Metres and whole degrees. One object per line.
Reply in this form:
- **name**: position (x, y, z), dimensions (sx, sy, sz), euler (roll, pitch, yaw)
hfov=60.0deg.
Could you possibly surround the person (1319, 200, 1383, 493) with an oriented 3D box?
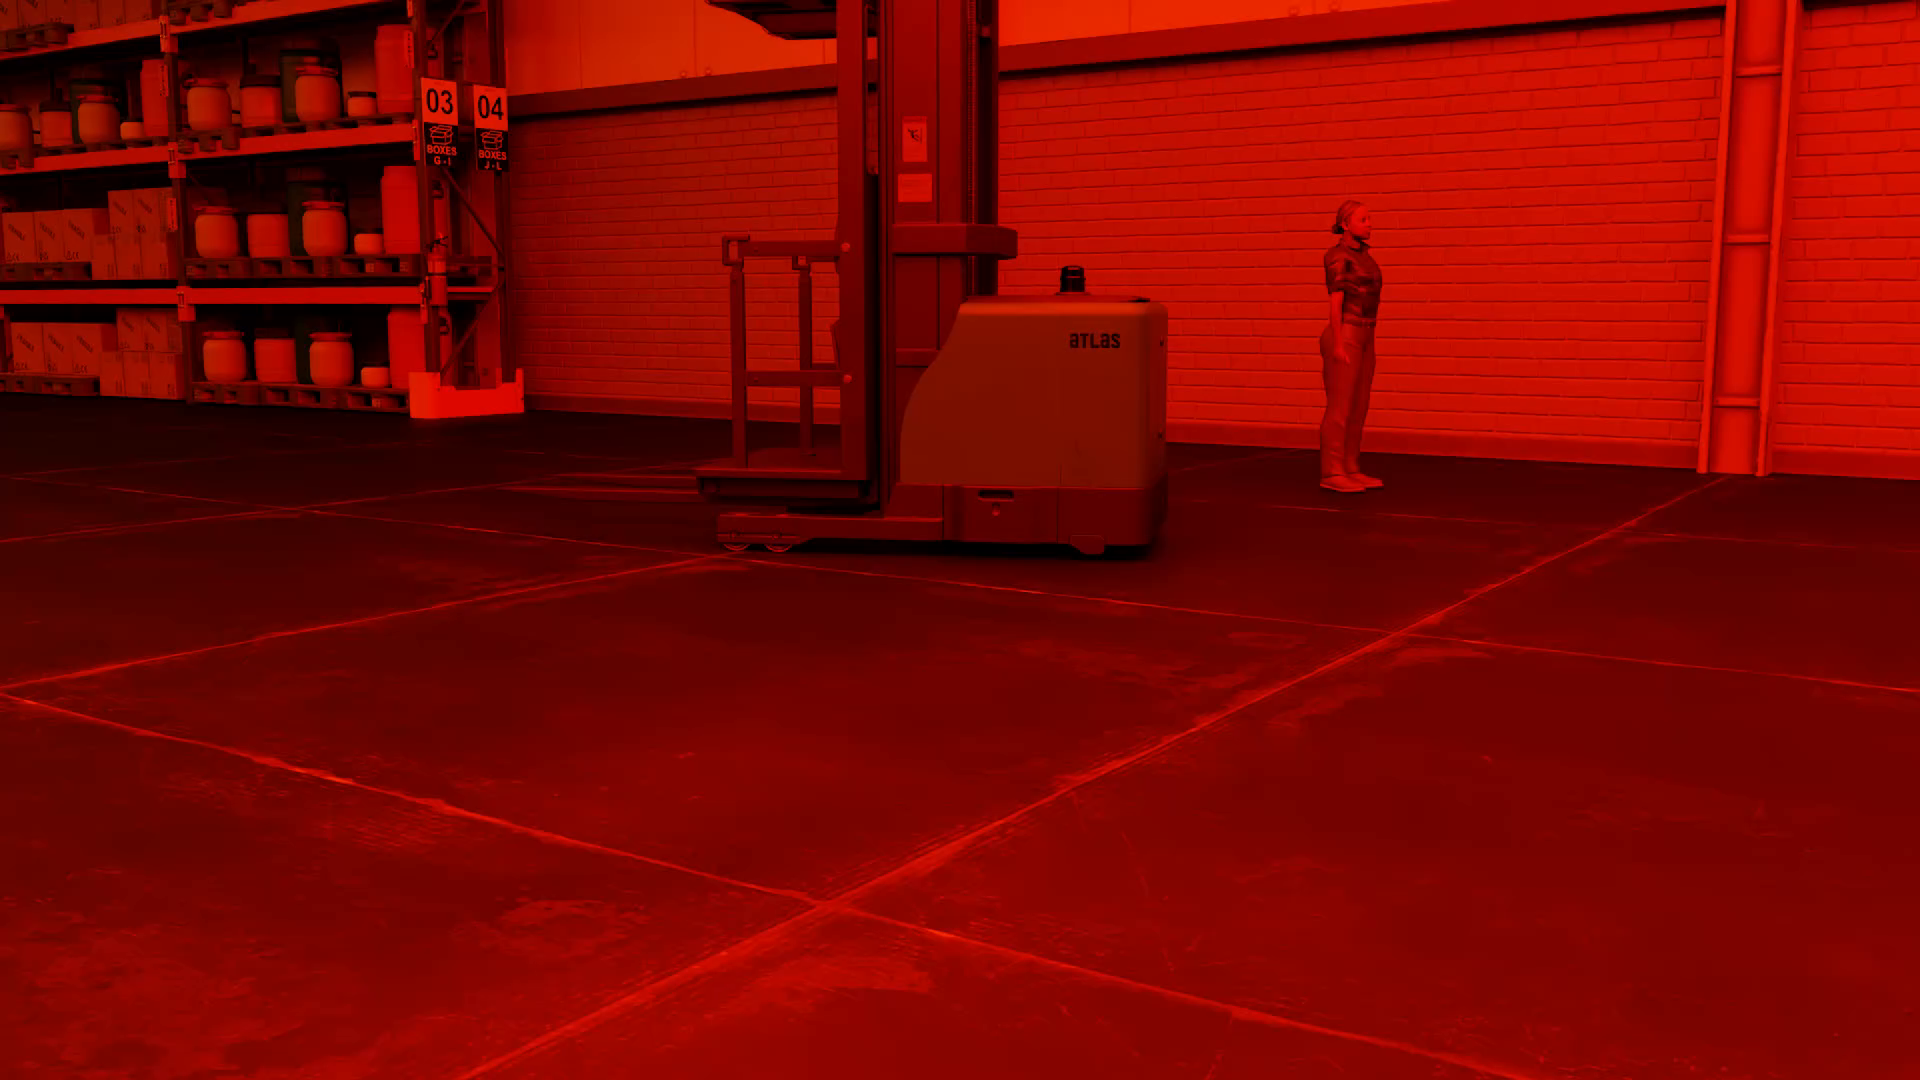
- **person**: position (2.273, -1.118, 9.601), dimensions (0.339, 1.659, 0.448), euler (6, 10, 36)

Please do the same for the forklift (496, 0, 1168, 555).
- **forklift**: position (-0.596, -1.469, 7.520), dimensions (3.031, 2.935, 1.130), euler (2, 8, 12)
